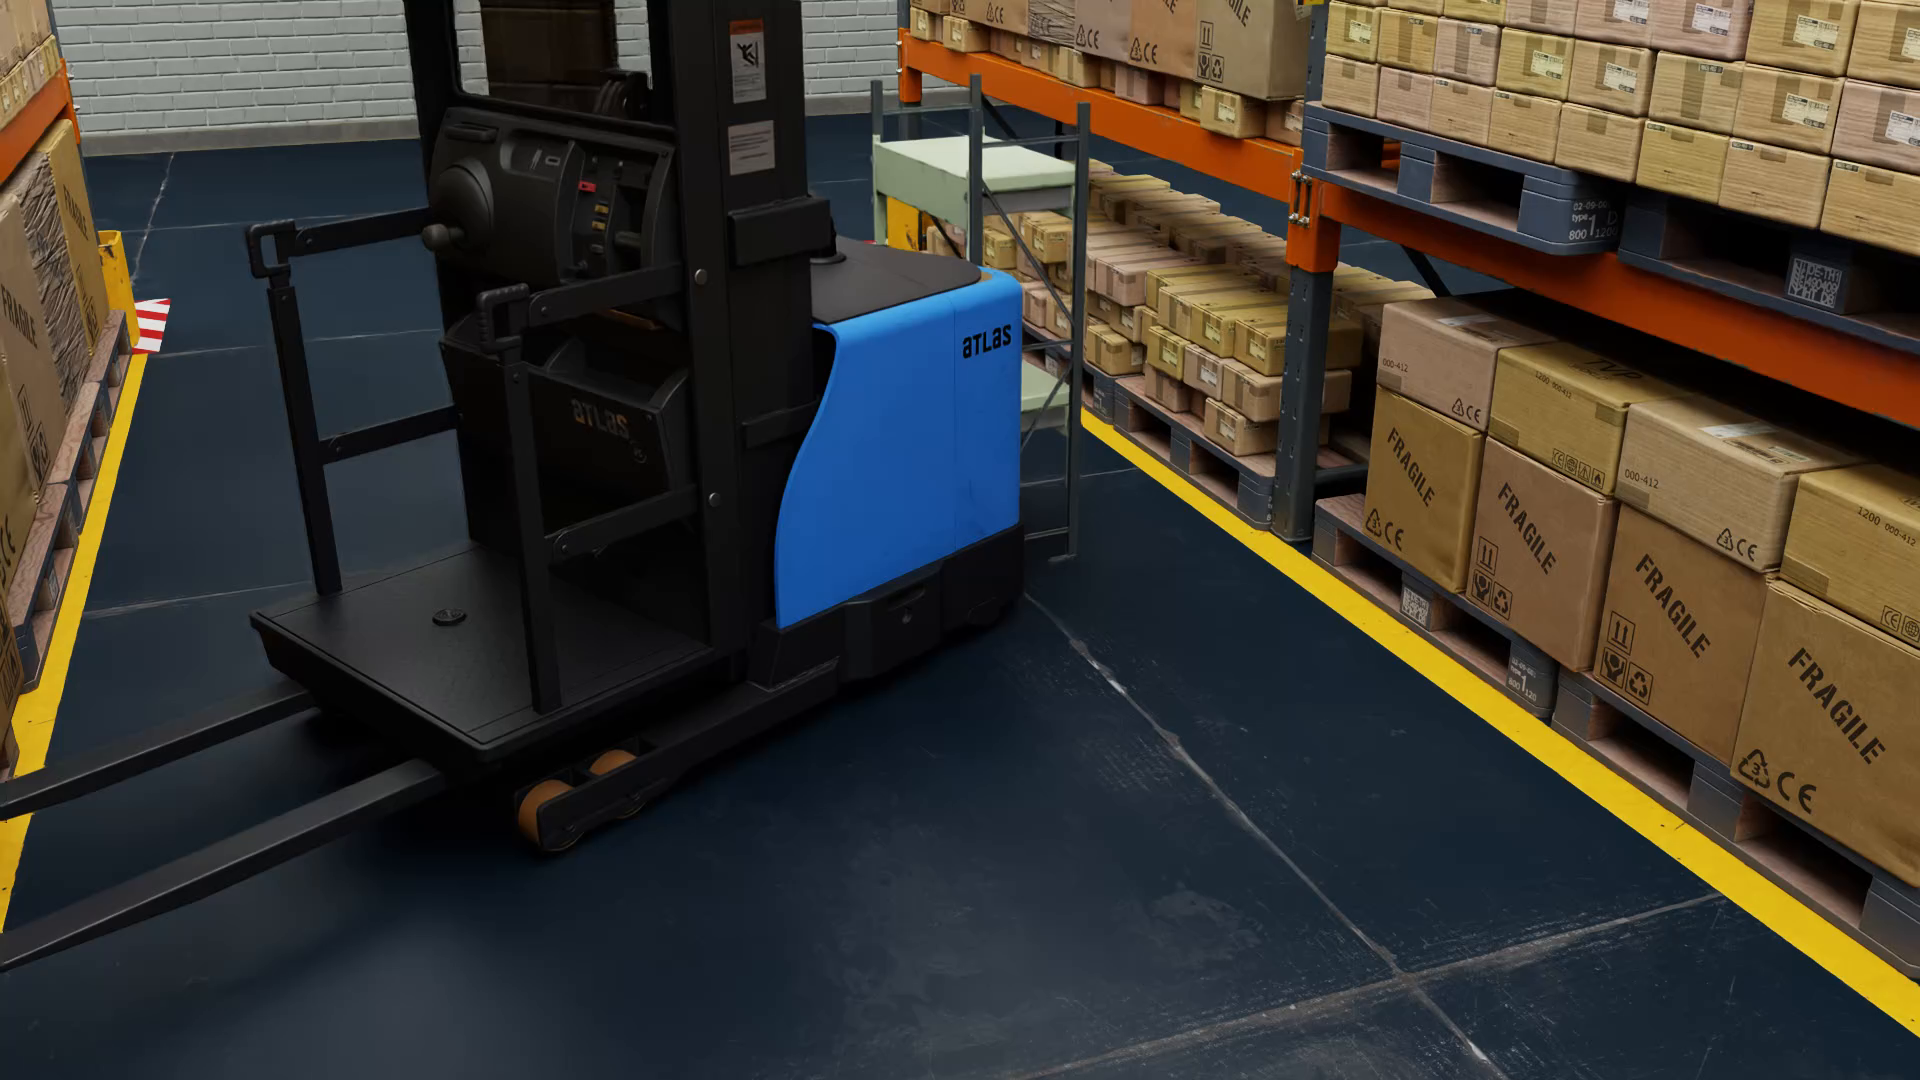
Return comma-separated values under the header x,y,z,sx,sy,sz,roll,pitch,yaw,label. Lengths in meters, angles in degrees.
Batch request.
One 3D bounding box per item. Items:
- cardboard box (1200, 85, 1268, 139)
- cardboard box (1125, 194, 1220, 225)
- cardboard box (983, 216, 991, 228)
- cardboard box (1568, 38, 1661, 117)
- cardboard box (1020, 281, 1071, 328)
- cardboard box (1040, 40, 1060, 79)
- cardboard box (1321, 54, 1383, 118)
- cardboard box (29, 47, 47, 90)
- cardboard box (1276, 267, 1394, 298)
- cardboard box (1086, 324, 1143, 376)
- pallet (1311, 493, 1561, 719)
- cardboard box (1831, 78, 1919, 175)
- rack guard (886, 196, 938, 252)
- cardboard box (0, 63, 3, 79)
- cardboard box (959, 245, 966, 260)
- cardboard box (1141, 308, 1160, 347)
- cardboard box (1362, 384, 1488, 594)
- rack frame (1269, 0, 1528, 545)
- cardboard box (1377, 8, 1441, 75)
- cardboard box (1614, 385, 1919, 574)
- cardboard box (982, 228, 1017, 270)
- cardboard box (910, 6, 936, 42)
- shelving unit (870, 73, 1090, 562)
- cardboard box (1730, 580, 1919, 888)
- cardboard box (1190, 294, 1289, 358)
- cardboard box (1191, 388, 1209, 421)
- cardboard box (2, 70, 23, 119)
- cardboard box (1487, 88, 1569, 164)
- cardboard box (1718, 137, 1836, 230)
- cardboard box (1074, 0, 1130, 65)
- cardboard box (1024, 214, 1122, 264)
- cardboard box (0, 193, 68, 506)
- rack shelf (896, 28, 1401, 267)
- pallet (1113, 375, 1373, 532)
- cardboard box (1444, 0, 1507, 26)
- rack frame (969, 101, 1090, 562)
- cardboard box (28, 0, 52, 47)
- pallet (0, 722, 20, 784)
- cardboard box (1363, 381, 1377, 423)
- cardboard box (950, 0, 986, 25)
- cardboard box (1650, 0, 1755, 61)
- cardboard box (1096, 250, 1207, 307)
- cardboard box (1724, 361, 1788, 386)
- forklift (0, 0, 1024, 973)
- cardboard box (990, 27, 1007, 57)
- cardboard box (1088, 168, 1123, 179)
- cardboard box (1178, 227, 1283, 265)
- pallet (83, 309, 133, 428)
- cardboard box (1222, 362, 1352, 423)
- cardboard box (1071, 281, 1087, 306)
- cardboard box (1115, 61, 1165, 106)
x,y,z,sx,sy,sz,roll,pitch,yaw,label
1.059,-1.490,5.746,0.380,0.149,0.250,-9,24,-20,cardboard box
1.007,-1.537,7.897,0.380,0.149,0.250,-7,24,-17,cardboard box
0.205,-1.633,8.126,0.380,0.149,0.250,-8,24,-19,cardboard box
1.655,-1.084,3.860,0.380,0.149,0.250,-7,24,-17,cardboard box
0.481,-1.091,7.607,0.380,0.149,0.250,-10,25,-22,cardboard box
0.565,-2.071,7.124,0.380,0.149,0.250,-7,24,-17,cardboard box
1.280,-1.327,4.819,0.380,0.149,0.250,-10,25,-22,cardboard box
-3.902,-1.879,6.669,0.380,0.149,0.250,-8,24,-19,cardboard box
1.466,-0.956,6.521,0.380,0.149,0.250,-9,24,-20,cardboard box
0.749,-0.807,6.932,0.380,0.149,0.250,-8,24,-19,cardboard box
1.848,0.112,5.212,1.003,0.211,1.213,-8,24,-19,pallet
1.926,-0.802,3.191,0.380,0.149,0.250,-8,24,-18,cardboard box
0.185,-1.729,9.209,1.175,0.500,0.348,-8,24,-19,rack guard
-3.551,-1.635,5.578,0.500,0.250,0.500,-8,24,-19,cardboard box
0.213,-1.470,8.506,0.380,0.149,0.250,-8,24,-19,cardboard box
0.948,-0.839,6.626,0.380,0.149,0.250,-8,24,-19,cardboard box
1.585,-0.192,5.021,0.500,0.500,0.500,-7,24,-17,cardboard box
1.572,-1.455,5.341,1.000,3.000,0.127,-8,24,-19,rack frame
1.374,-1.370,4.538,0.380,0.149,0.250,-9,24,-20,cardboard box
1.952,-0.159,3.977,0.500,0.250,0.500,-7,24,-17,cardboard box
0.306,-1.408,7.975,0.380,0.149,0.250,-8,24,-17,cardboard box
-0.034,-2.630,8.452,0.380,0.149,0.250,-9,24,-19,cardboard box
0.050,-0.730,5.551,0.431,1.500,0.755,-11,25,-24,shelving unit
2.126,0.374,3.678,0.500,0.500,0.500,-9,25,-21,cardboard box
1.075,-0.790,6.127,0.380,0.149,0.250,-8,24,-18,cardboard box
1.101,-0.537,6.291,0.380,0.149,0.250,-8,24,-18,cardboard box
-3.629,-1.600,6.007,0.380,0.149,0.250,-8,24,-19,cardboard box
1.556,-1.044,4.148,0.380,0.149,0.250,-8,24,-18,cardboard box
1.833,-0.761,3.477,0.380,0.149,0.250,-10,25,-21,cardboard box
0.780,-2.145,6.466,0.500,0.500,0.500,-8,24,-19,cardboard box
0.509,-1.350,7.455,0.380,0.149,0.250,-8,24,-18,cardboard box
-3.580,-0.604,5.515,0.875,0.875,0.875,-8,24,-19,cardboard box
0.865,-1.851,7.205,1.077,0.370,4.000,-8,24,-19,rack shelf
1.301,-0.410,6.450,1.003,0.211,1.213,-8,24,-19,pallet
1.473,-1.407,4.243,0.380,0.149,0.250,-8,24,-19,cardboard box
0.211,-0.602,5.248,0.400,1.500,0.023,-11,25,-24,rack frame
-4.098,-2.193,6.902,0.500,0.250,0.500,-9,24,-20,cardboard box
-2.761,0.743,3.714,1.003,0.211,1.213,-8,24,-19,pallet
1.744,-0.512,6.232,0.380,0.149,0.250,-9,25,-21,cardboard box
0.272,-2.700,7.782,0.500,0.500,0.500,-8,24,-19,cardboard box
1.738,-1.131,3.589,0.380,0.149,0.250,-7,24,-17,cardboard box
0.780,-1.070,6.792,0.380,0.149,0.250,-10,25,-22,cardboard box
2.240,-0.418,4.592,0.500,0.250,0.500,-7,24,-16,cardboard box
-1.157,-0.828,3.940,1.130,2.935,3.031,19,29,38,forklift
0.360,-2.363,7.818,0.380,0.149,0.250,-7,24,-17,cardboard box
0.618,-1.806,8.537,0.380,0.149,0.250,-8,24,-18,cardboard box
1.166,-1.239,7.192,0.380,0.149,0.250,-9,25,-21,cardboard box
-4.162,-0.700,7.139,1.003,0.211,1.213,-8,24,-19,pallet
1.163,-0.543,5.923,0.380,0.149,0.250,-8,24,-18,cardboard box
0.709,-1.132,7.321,0.380,0.149,0.250,-7,24,-16,cardboard box
0.828,-1.787,6.451,0.380,0.149,0.250,-9,25,-21,cardboard box
